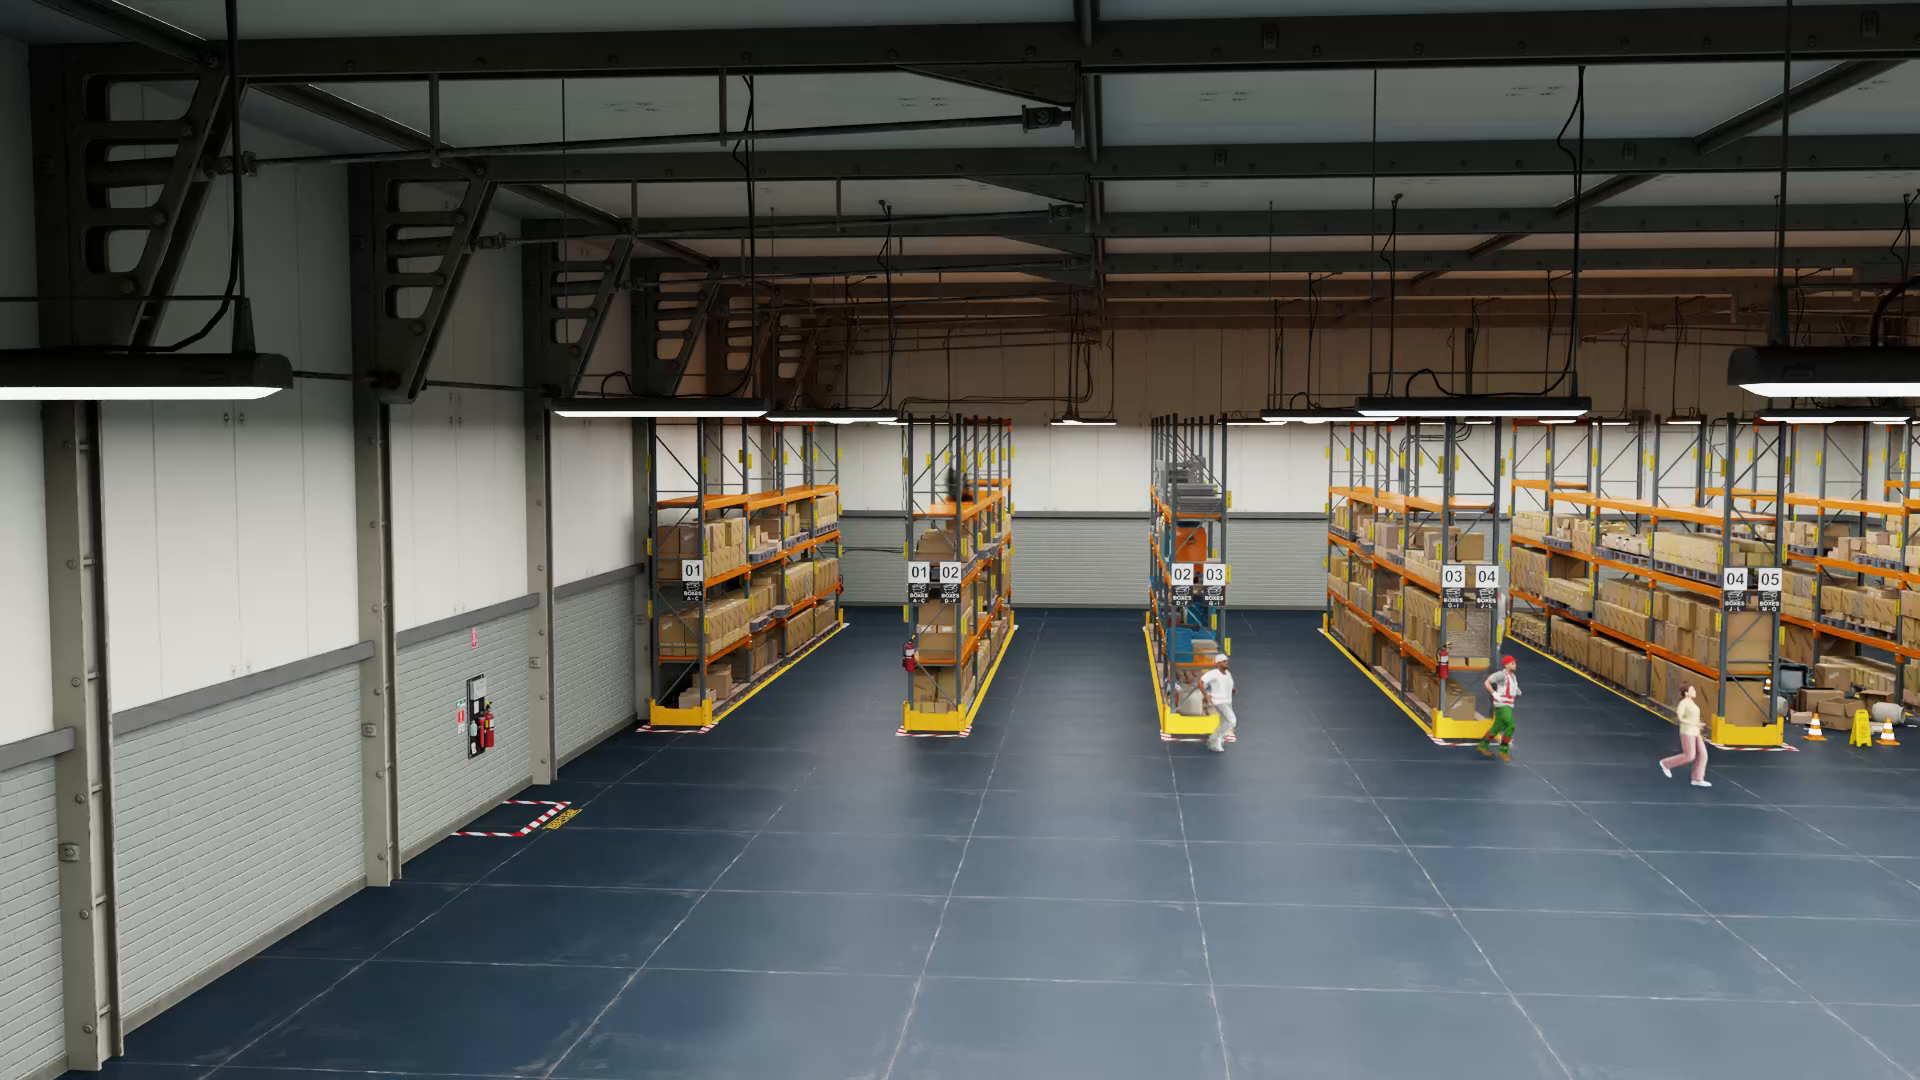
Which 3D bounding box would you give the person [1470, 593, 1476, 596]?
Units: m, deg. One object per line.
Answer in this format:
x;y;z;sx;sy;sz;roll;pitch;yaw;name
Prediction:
13.948;1.767;46.364;0.906;1.672;0.853;2;4;25;person

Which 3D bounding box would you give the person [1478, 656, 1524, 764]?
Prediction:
9.422;2.912;28.815;0.749;1.834;0.662;3;5;39;person

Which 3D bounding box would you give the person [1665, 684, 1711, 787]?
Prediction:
11.704;3.118;26.658;0.702;1.613;0.584;4;5;44;person

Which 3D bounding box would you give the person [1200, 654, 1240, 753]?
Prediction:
4.671;2.878;29.352;0.646;1.720;0.698;3;5;39;person

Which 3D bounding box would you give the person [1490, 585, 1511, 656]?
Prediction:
13.644;2.016;42.185;0.661;1.773;0.799;0;4;7;person
